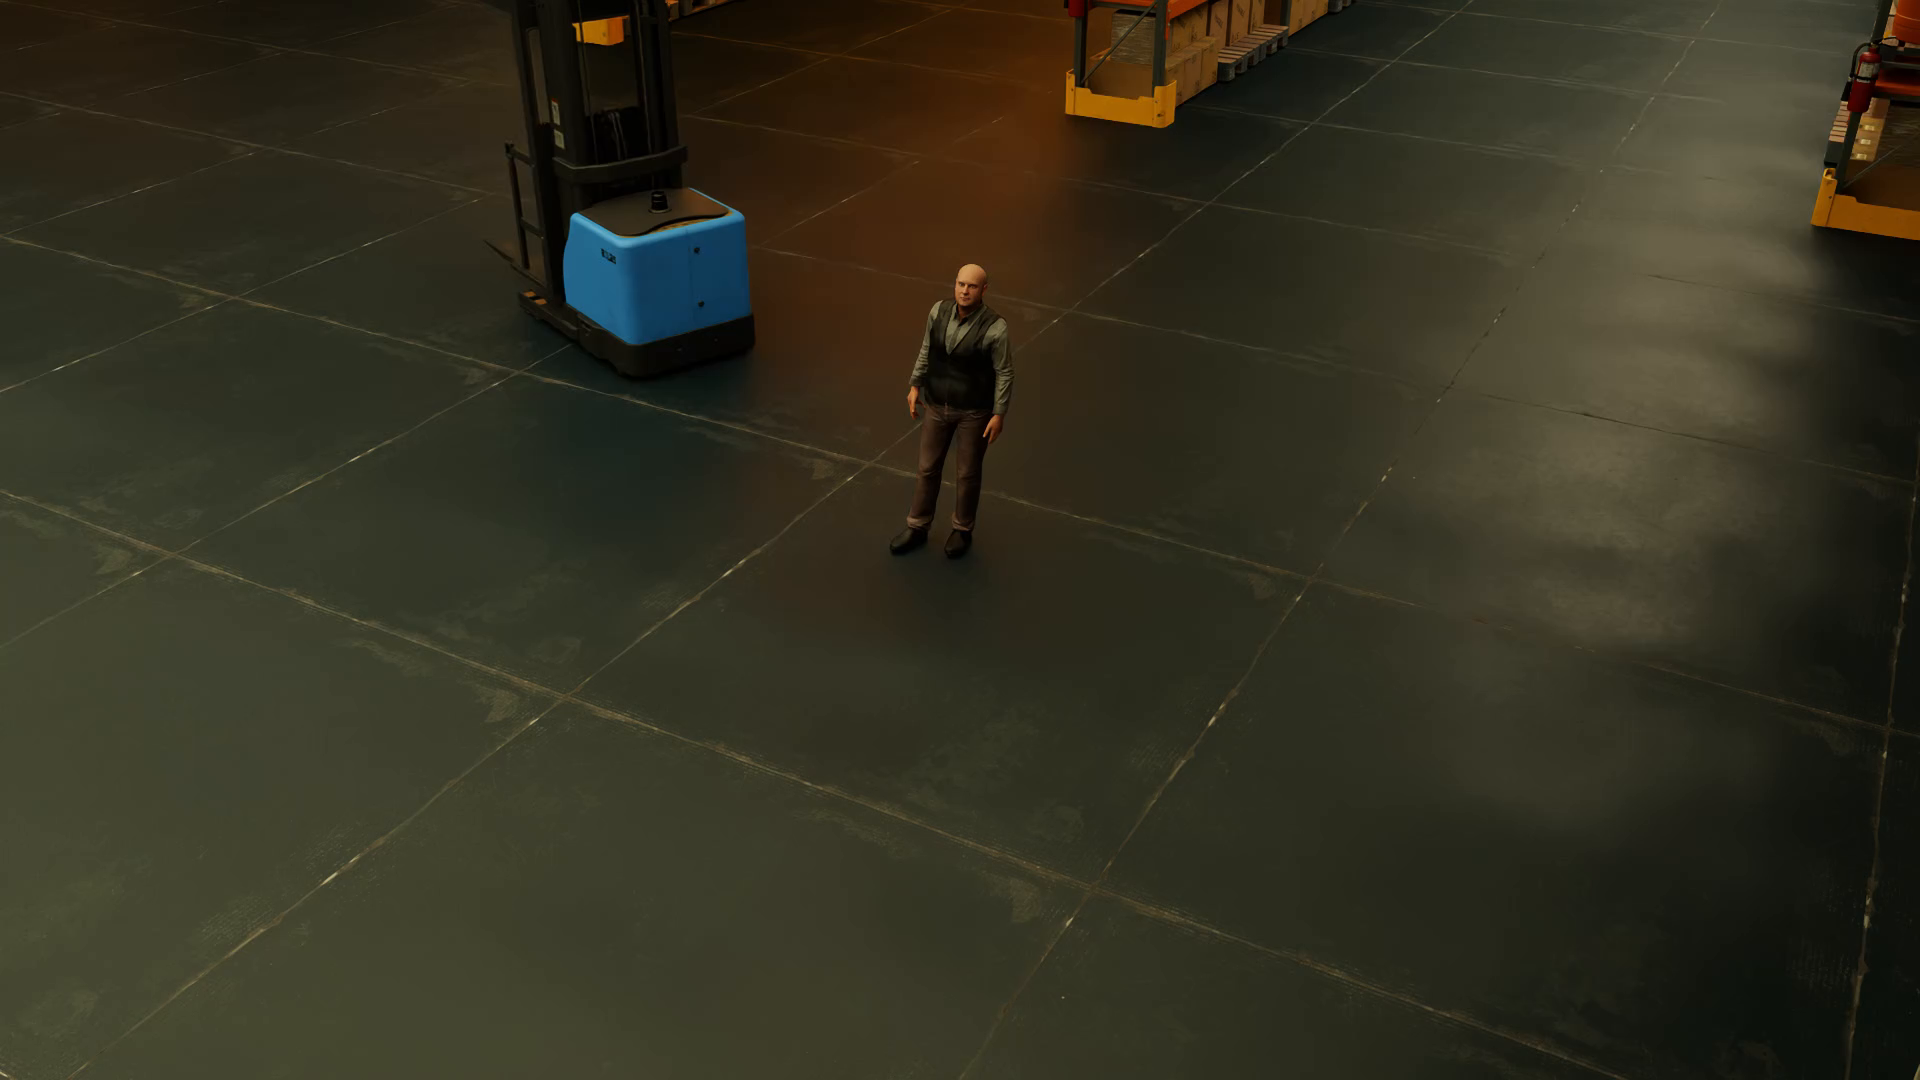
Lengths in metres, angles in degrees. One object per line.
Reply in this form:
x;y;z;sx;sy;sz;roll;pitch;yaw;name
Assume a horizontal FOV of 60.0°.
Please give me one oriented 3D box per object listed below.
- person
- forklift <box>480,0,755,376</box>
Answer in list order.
-0.037;-0.727;9.526;0.632;1.720;0.568;15;33;25;person
-2.821;-3.115;12.468;1.130;2.935;3.031;-21;36;-32;forklift
